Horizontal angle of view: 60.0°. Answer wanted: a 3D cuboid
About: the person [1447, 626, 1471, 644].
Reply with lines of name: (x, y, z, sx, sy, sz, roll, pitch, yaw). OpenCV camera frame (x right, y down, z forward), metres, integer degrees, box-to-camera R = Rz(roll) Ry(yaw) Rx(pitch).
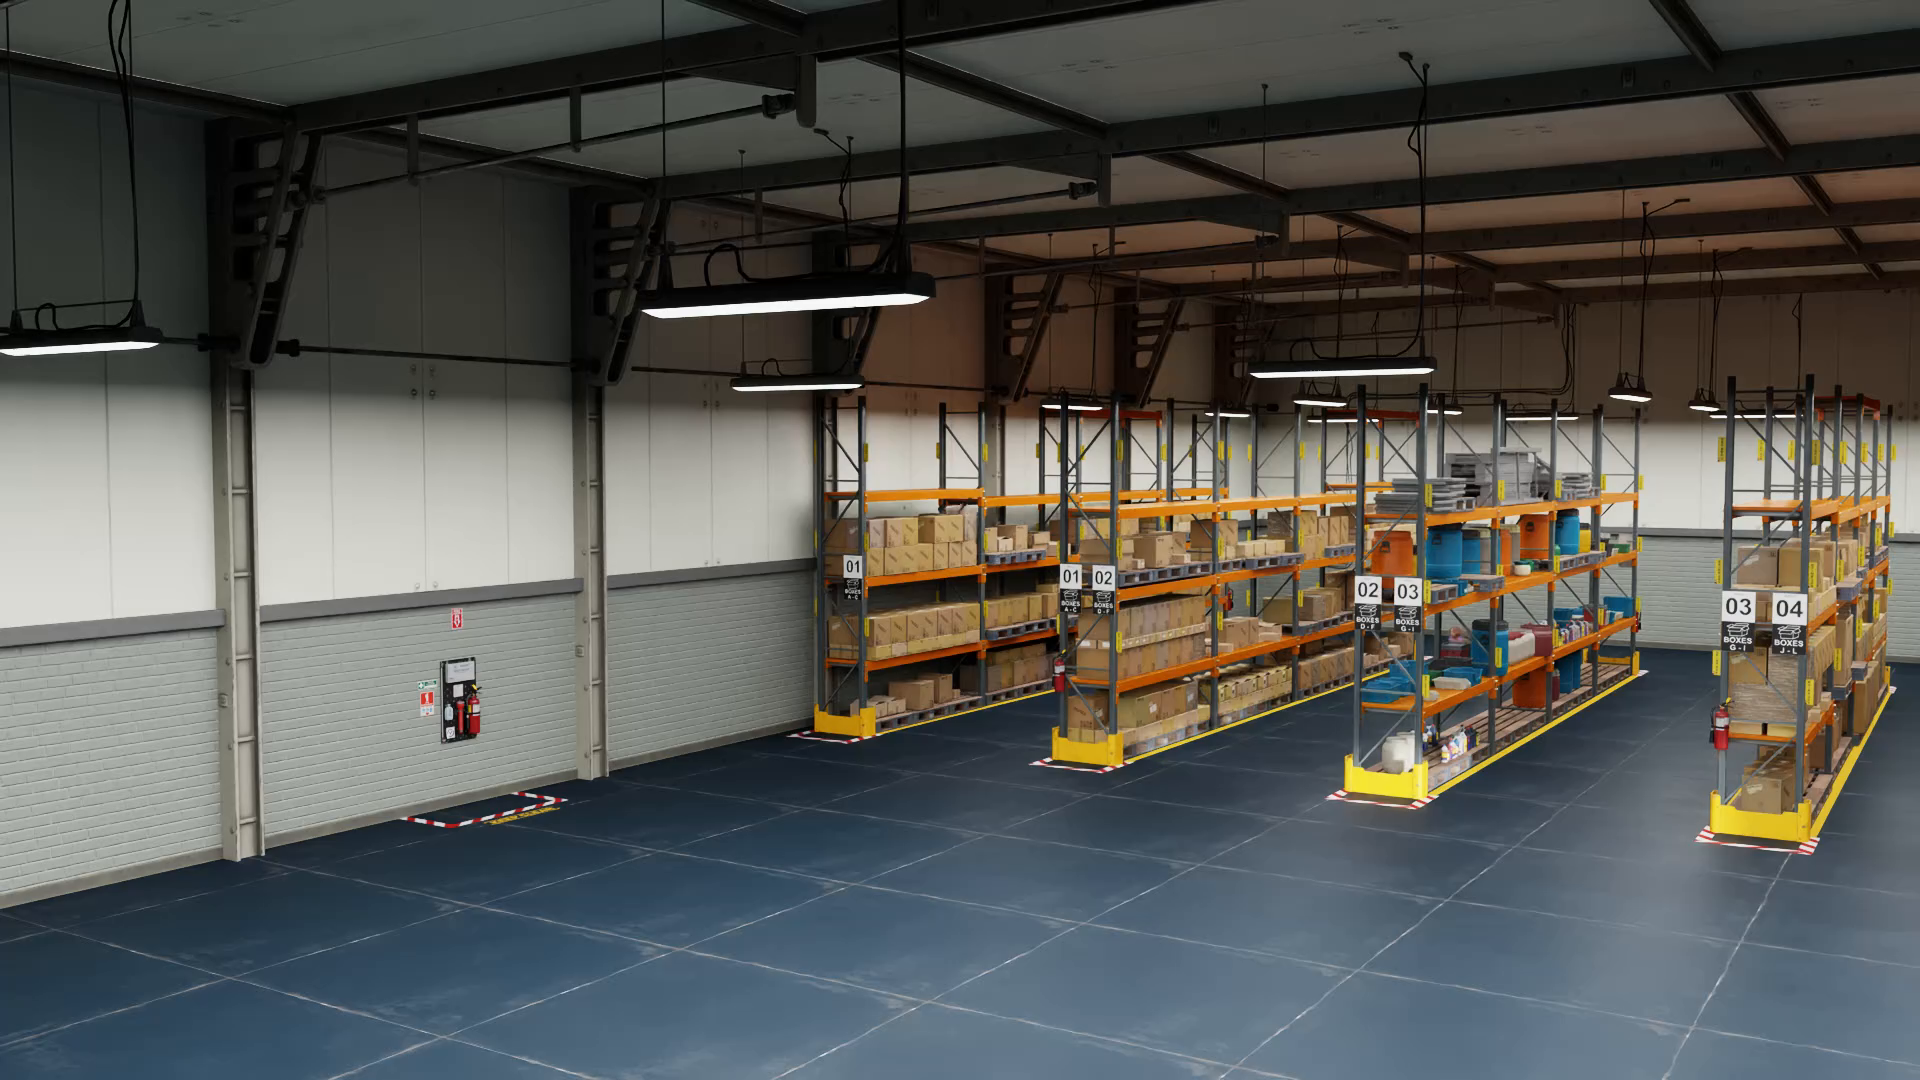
person: (10.055, 2.473, 33.392, 0.581, 1.515, 0.791, 3, 4, 42)
